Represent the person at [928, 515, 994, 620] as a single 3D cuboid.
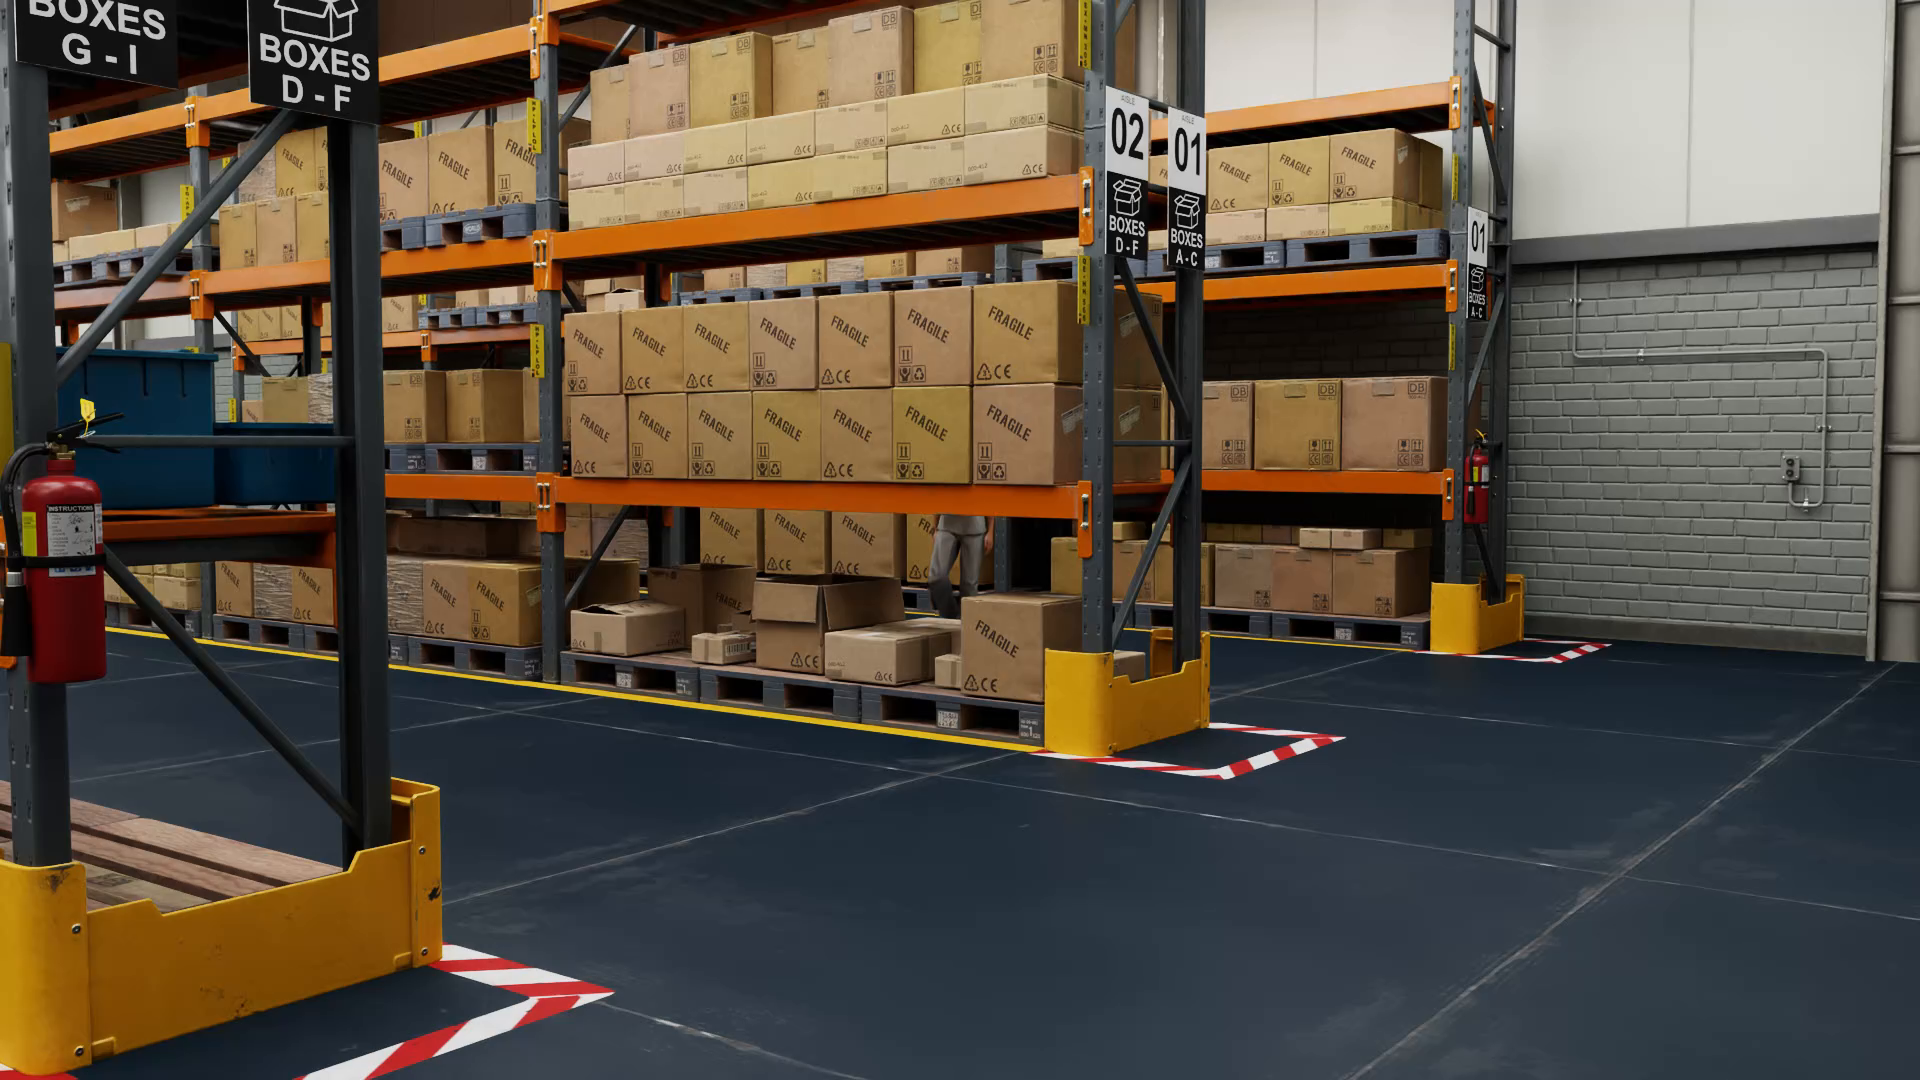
[{"bbox_3d":[0.009,-0.036,12.162,0.498,1.669,0.466,1,3,11],"label":"person"}]
